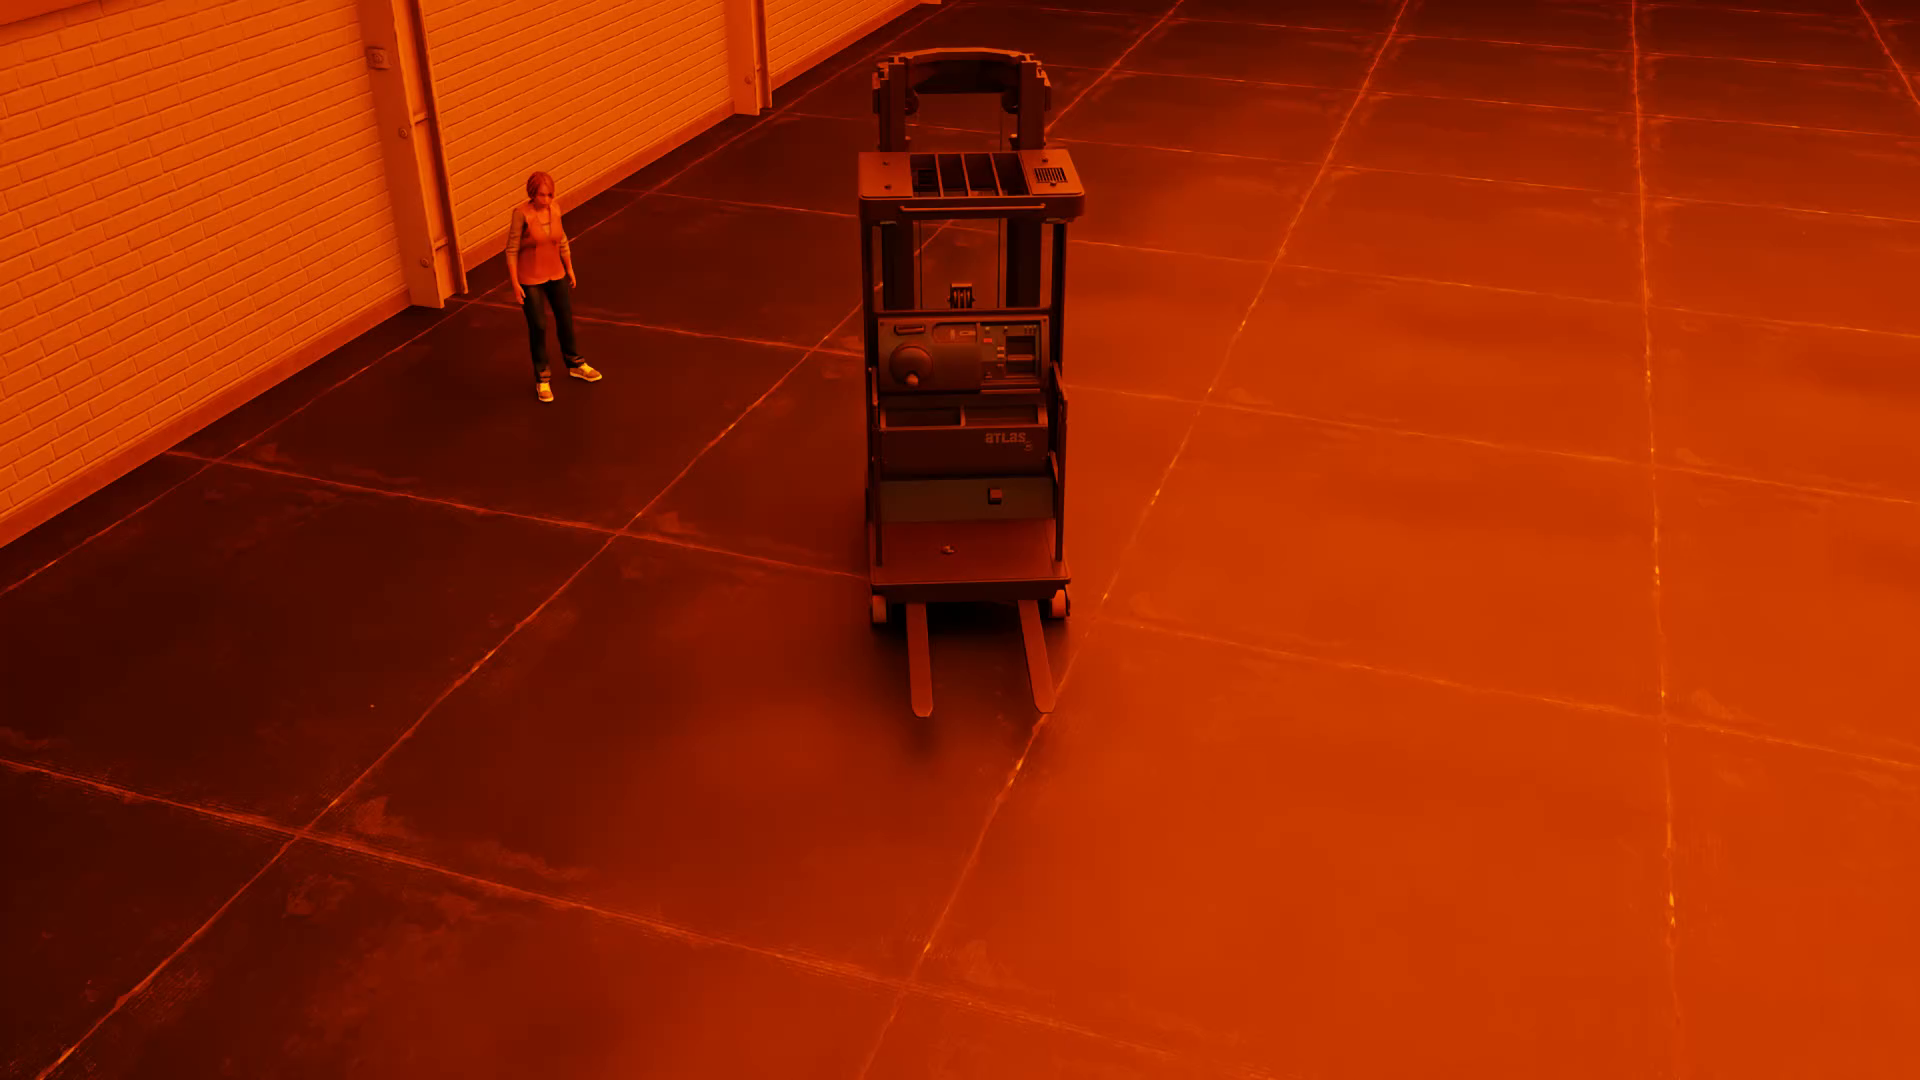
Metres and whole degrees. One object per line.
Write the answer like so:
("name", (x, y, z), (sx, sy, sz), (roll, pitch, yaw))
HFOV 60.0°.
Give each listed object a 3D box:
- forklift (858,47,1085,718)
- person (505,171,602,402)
("forklift", (0.035, -0.972, 8.842), (1.130, 2.935, 3.031), (-2, 30, -3))
("person", (-2.896, -1.809, 11.667), (0.391, 1.596, 0.549), (25, 38, 37))
